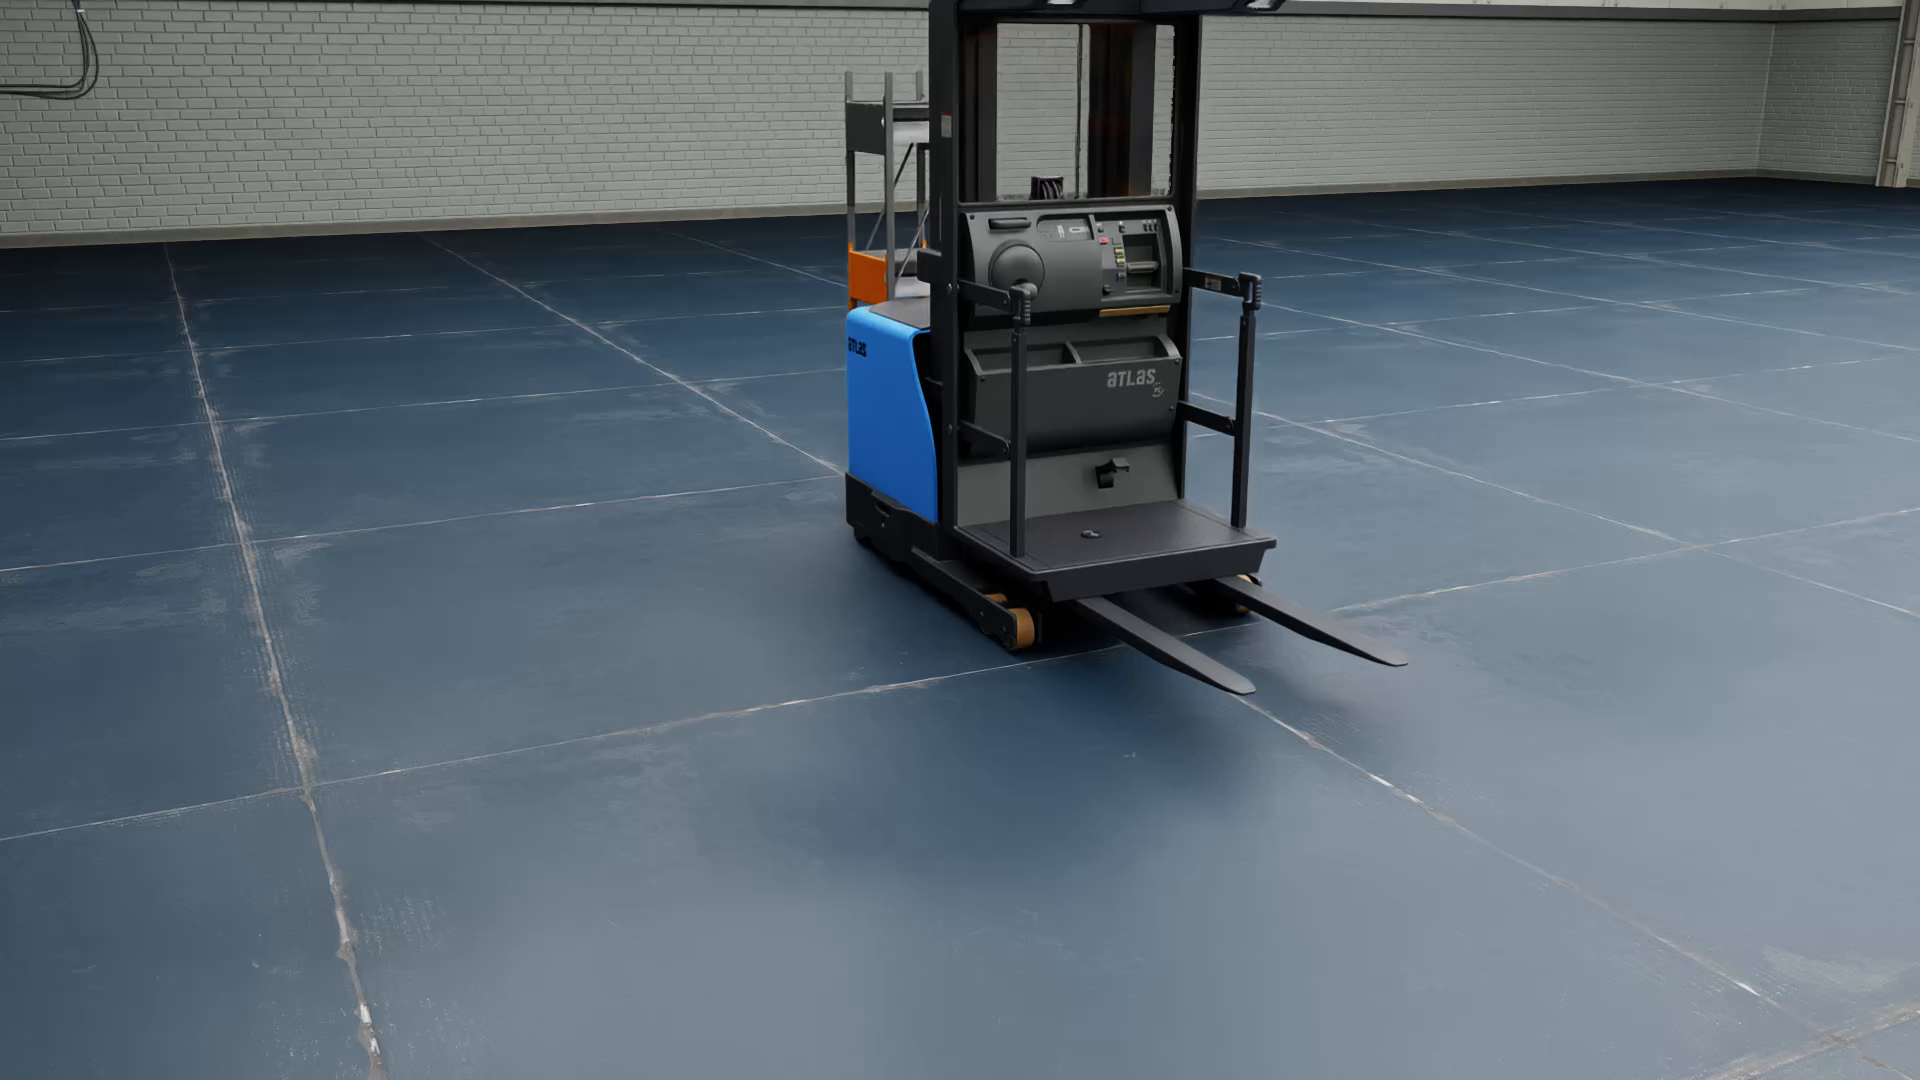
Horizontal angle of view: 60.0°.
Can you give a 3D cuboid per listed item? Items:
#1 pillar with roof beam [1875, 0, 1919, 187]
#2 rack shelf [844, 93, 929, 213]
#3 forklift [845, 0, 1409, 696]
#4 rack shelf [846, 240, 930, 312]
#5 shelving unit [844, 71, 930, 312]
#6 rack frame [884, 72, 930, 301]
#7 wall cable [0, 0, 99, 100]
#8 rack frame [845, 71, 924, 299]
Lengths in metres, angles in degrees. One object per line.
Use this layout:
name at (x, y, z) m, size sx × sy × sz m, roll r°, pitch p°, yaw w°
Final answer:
pillar with roof beam at (12.887, -10.172, 26.884) m, size 9.100 × 9.000 × 0.400 m, roll -8°, pitch 18°, yaw -25°
rack shelf at (-0.256, -1.824, 7.811) m, size 0.431 × 0.518 × 0.480 m, roll -7°, pitch 18°, yaw -24°
forklift at (0.549, -1.125, 6.359) m, size 1.130 × 2.935 × 3.031 m, roll -7°, pitch 18°, yaw -24°
rack shelf at (-0.256, -1.151, 8.004) m, size 0.431 × 0.518 × 0.480 m, roll -7°, pitch 18°, yaw -24°
shelving unit at (-0.256, -1.164, 8.000) m, size 0.431 × 2.100 × 0.503 m, roll -7°, pitch 18°, yaw -24°
rack frame at (-0.153, -1.103, 7.788) m, size 0.400 × 2.100 × 0.015 m, roll -7°, pitch 18°, yaw -24°
wall cable at (-11.661, -6.284, 18.963) m, size 3.097 × 2.526 × 0.112 m, roll -8°, pitch 18°, yaw -25°
rack frame at (-0.360, -1.225, 8.213) m, size 0.400 × 2.100 × 0.015 m, roll -7°, pitch 18°, yaw -24°
